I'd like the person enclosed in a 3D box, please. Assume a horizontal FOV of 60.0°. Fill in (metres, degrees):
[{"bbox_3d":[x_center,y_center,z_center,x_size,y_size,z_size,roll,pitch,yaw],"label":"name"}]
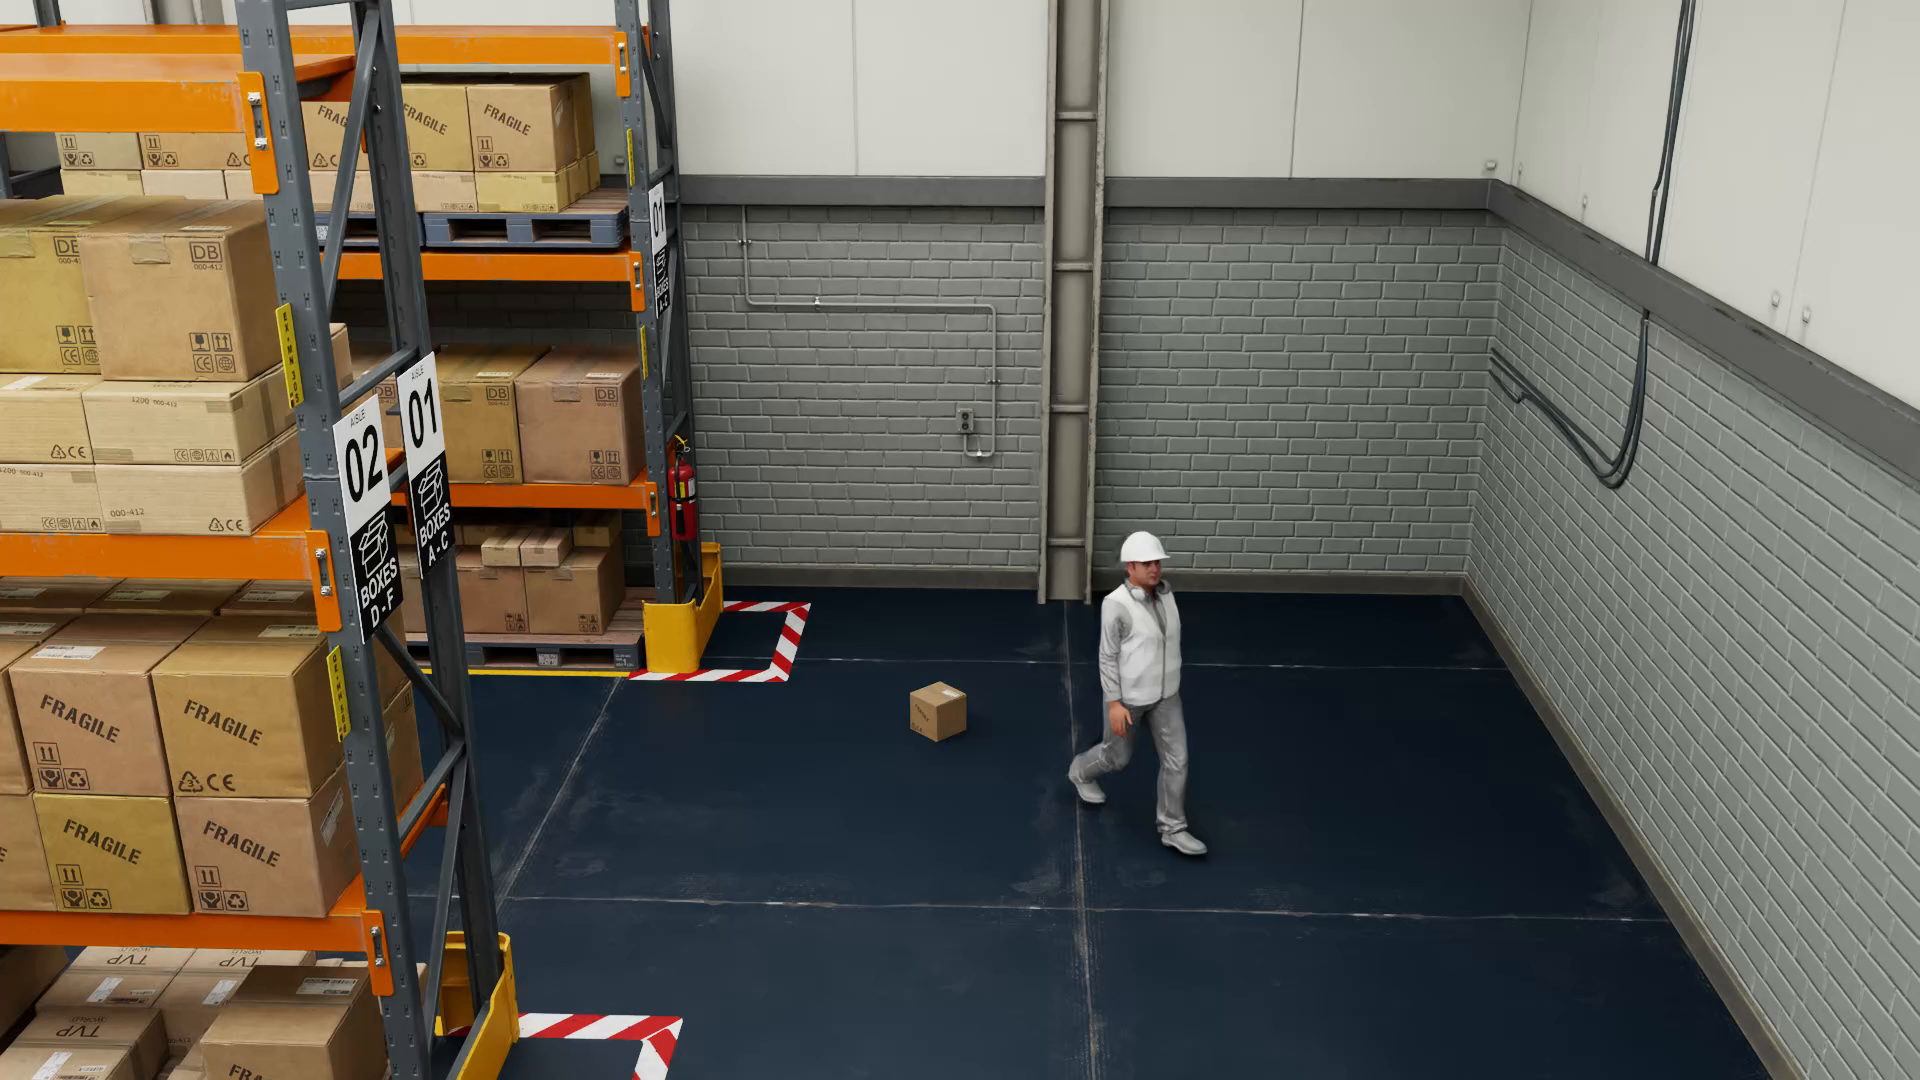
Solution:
[{"bbox_3d":[0.951,0.794,8.936,0.558,1.737,0.973,-13,24,-31],"label":"person"}]
